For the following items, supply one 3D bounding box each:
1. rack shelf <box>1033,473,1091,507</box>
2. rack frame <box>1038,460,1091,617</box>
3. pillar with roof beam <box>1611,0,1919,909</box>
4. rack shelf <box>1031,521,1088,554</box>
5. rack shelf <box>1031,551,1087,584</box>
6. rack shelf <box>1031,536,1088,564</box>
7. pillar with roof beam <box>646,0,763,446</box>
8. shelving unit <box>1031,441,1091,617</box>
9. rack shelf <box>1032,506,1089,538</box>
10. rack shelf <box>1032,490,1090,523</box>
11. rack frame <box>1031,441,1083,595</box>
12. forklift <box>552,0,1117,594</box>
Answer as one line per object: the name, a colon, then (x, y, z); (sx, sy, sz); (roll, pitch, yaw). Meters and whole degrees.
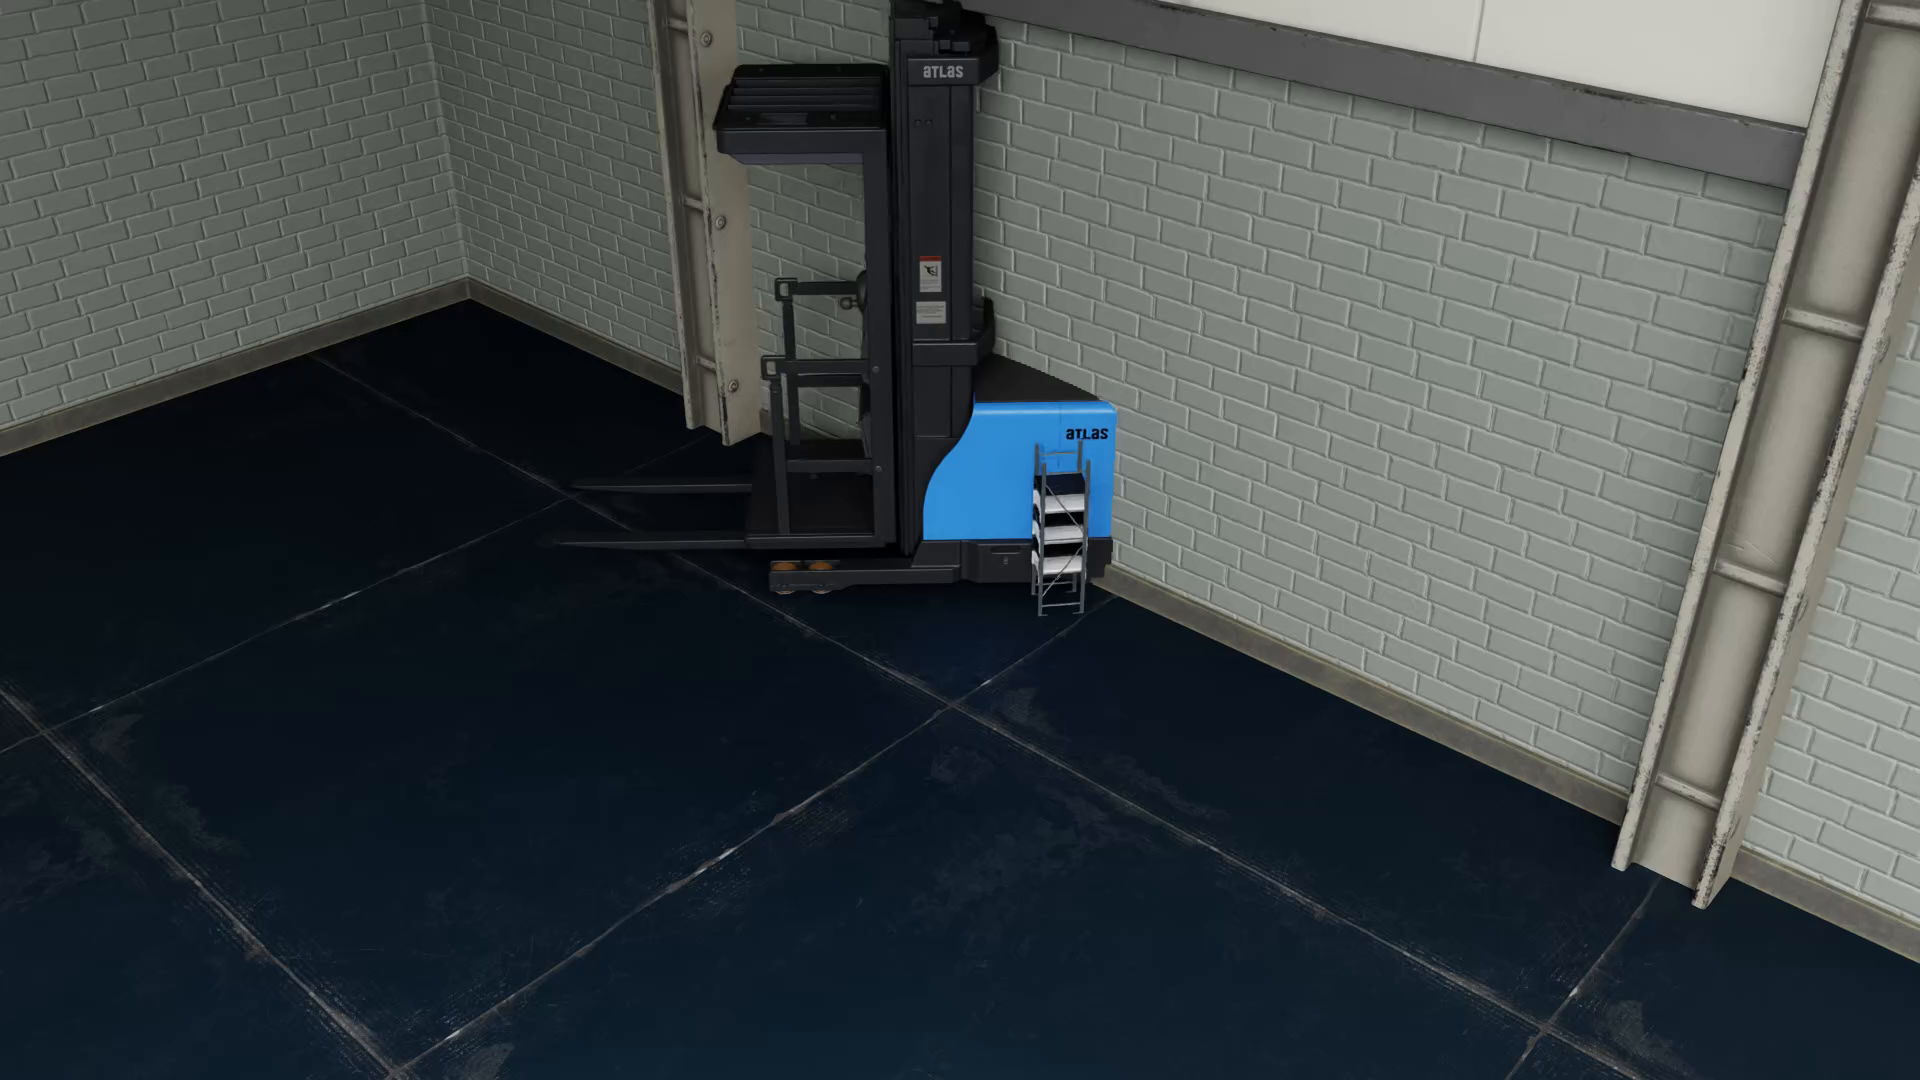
rack shelf: (0.508, -0.254, 8.341); (0.258, 0.077, 0.200); (-4, 31, -6)
rack frame: (0.522, 0.001, 8.376); (0.240, 0.900, 0.006); (-4, 31, -6)
pillar with roof beam: (0.090, -0.833, 1.909); (0.400, 9.000, 9.100); (25, 39, 35)
rack shelf: (0.508, -0.023, 8.480); (0.258, 0.077, 0.200); (-4, 31, -6)
rack shelf: (0.508, 0.131, 8.573); (0.258, 0.077, 0.200); (-4, 31, -6)
rack shelf: (0.508, 0.054, 8.526); (0.258, 0.077, 0.200); (-4, 31, -6)
pillar with roof beam: (-4.358, -2.910, 5.358); (0.400, 9.000, 9.100); (25, 39, 35)
shelving unit: (0.508, -0.051, 8.463); (0.258, 0.900, 0.210); (-4, 31, -6)
rack shelf: (0.508, -0.100, 8.434); (0.258, 0.077, 0.200); (-4, 31, -6)
rack shelf: (0.508, -0.177, 8.387); (0.258, 0.077, 0.200); (-4, 31, -6)
rack frame: (0.495, -0.103, 8.549); (0.240, 0.900, 0.006); (-4, 31, -6)
forklift: (-0.658, -1.246, 8.479); (3.031, 2.935, 1.130); (-1, 31, -1)
